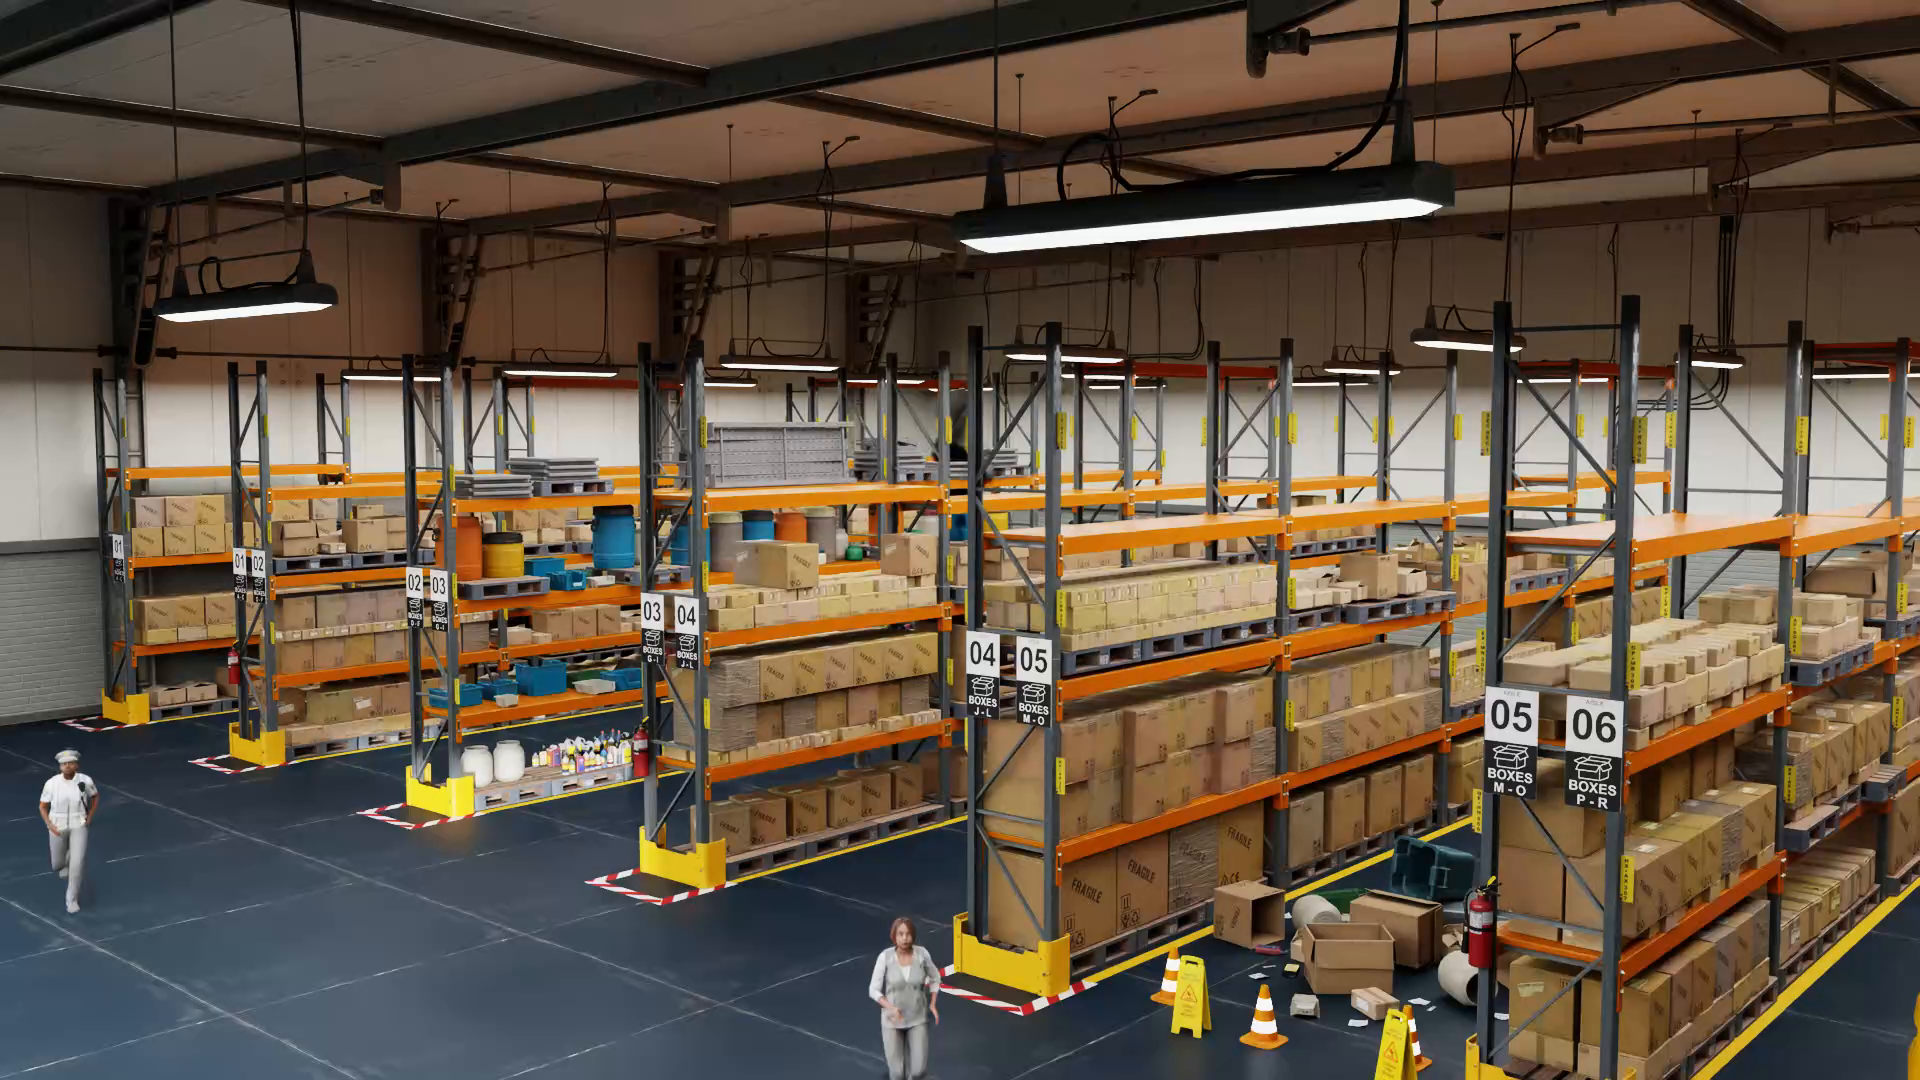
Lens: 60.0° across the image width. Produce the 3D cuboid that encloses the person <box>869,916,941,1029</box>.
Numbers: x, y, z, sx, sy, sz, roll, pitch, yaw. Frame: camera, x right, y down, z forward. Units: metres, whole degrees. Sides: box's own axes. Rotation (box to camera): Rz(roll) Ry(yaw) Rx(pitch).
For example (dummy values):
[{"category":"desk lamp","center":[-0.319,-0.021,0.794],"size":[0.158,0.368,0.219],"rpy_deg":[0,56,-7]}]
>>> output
[{"category":"person","center":[-0.389,3.513,12.032],"size":[0.532,1.547,0.538],"rpy_deg":[0,4,-6]}]

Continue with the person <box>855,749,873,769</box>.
[{"category":"person","center":[-1.454,2.577,24.119],"size":[0.702,1.682,0.705],"rpy_deg":[3,5,31]}]

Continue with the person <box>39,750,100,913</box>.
[{"category":"person","center":[-9.468,3.055,17.694],"size":[0.564,1.681,0.867],"rpy_deg":[-2,5,-23]}]
